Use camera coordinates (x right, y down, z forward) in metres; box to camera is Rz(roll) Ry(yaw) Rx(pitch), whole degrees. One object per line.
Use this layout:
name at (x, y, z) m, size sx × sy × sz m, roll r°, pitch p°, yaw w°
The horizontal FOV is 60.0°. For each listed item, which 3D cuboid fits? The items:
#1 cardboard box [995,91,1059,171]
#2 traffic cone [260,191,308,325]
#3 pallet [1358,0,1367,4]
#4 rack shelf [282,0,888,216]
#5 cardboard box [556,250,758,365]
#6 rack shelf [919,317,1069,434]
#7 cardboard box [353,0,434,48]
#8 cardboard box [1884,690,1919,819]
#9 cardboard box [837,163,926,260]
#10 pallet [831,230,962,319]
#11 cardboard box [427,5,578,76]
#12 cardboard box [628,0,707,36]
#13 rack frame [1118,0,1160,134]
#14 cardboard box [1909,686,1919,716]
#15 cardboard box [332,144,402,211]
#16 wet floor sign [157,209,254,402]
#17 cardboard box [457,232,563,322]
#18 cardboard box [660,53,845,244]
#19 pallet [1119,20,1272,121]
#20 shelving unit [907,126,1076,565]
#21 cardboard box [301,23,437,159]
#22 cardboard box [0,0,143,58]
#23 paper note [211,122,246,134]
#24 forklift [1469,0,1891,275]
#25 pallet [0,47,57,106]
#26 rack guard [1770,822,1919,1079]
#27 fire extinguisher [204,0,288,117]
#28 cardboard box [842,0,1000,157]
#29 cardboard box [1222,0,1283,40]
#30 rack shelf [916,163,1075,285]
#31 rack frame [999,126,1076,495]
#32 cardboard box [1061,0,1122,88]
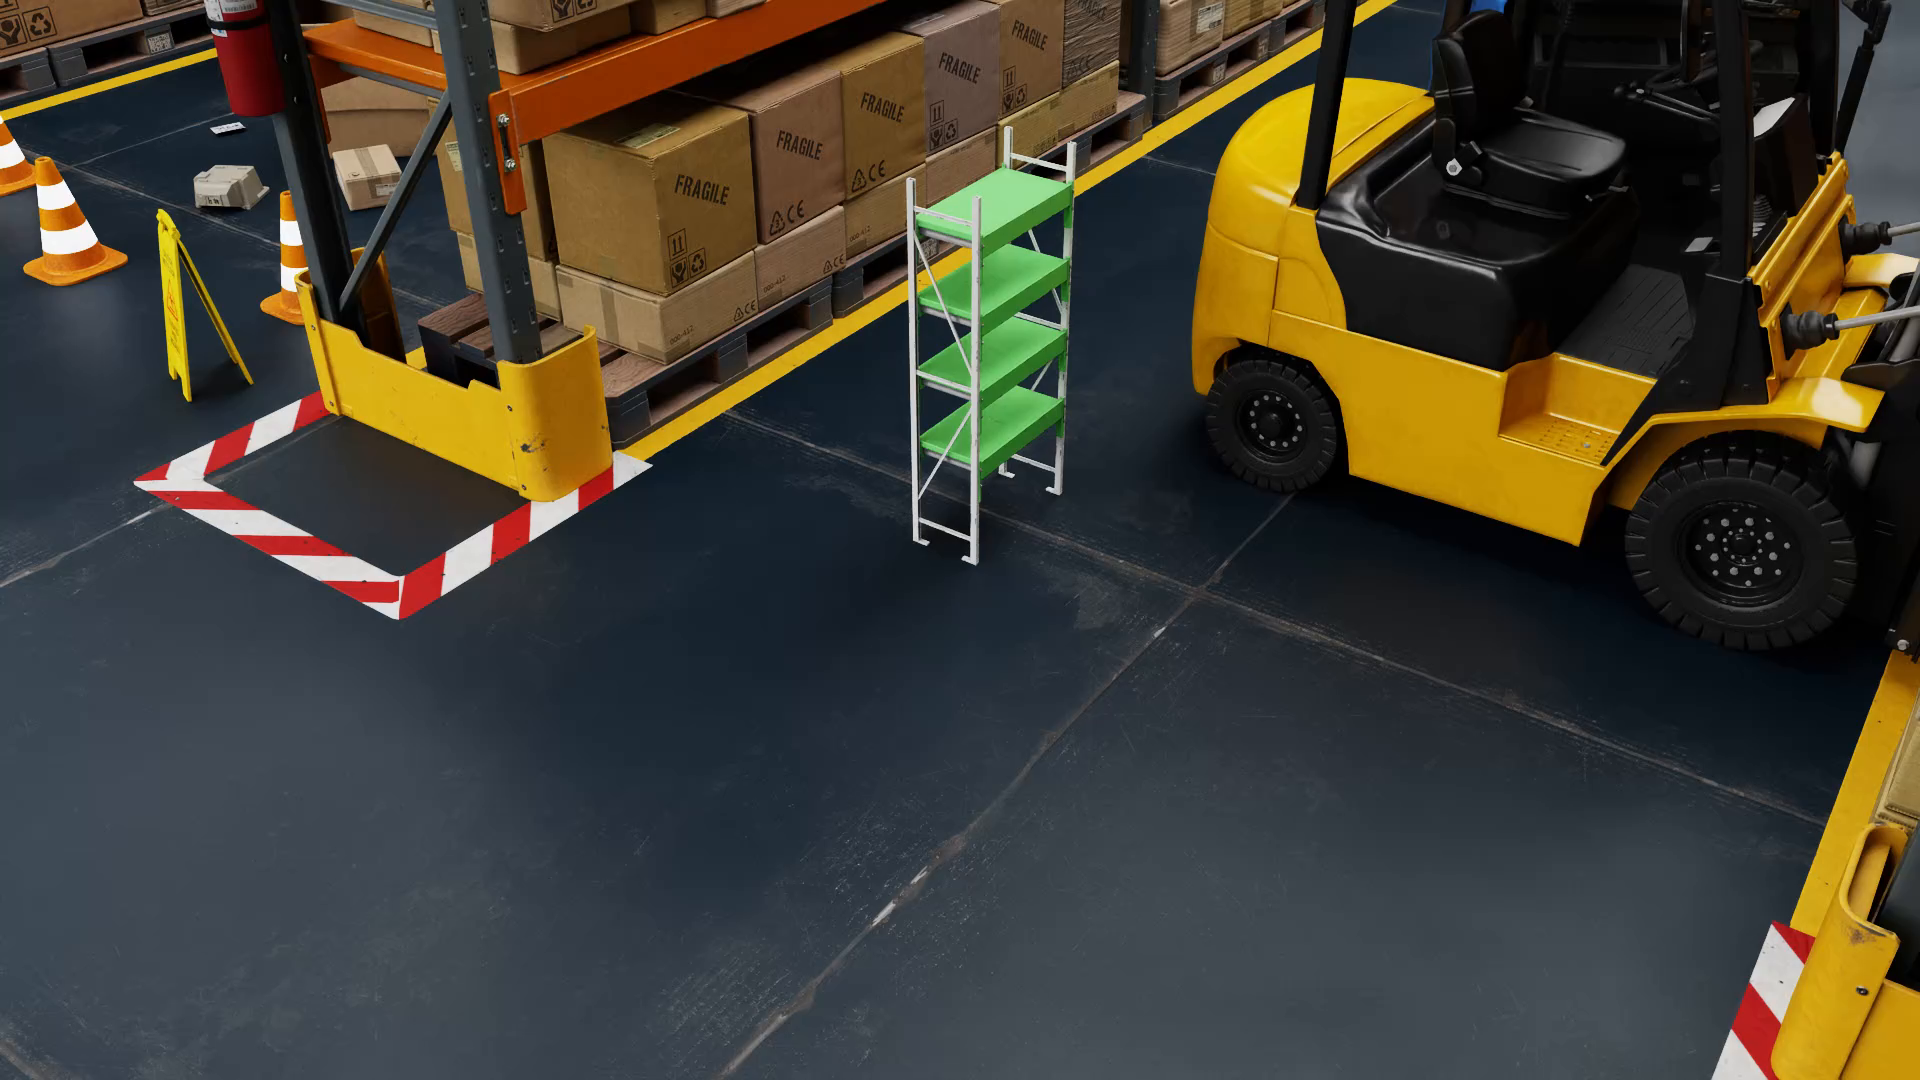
cardboard box at (0.099, -1.851, 7.389) m, size 0.500 × 0.250 × 0.500 m, roll 20°, pitch 39°, yaw 27°
traffic cone at (-2.585, -1.141, 6.524) m, size 0.336 × 0.463 × 0.334 m, roll 21°, pitch 39°, yaw 28°
pallet at (2.345, -3.749, 10.605) m, size 1.003 × 0.211 × 1.213 m, roll 21°, pitch 39°, yaw 28°
rack shelf at (-0.630, -2.204, 6.474) m, size 1.077 × 0.370 × 4.000 m, roll 21°, pitch 39°, yaw 28°
cardboard box at (-1.083, -0.899, 5.982) m, size 0.500 × 0.250 × 0.500 m, roll 21°, pitch 39°, yaw 28°
rack shelf at (0.094, -0.520, 5.062) m, size 0.258 × 0.148 × 0.480 m, roll 21°, pitch 39°, yaw 28°
cardboard box at (-1.733, -1.718, 5.337) m, size 0.380 × 0.149 × 0.250 m, roll 23°, pitch 40°, yaw 30°
cardboard box at (2.330, 0.436, 3.561) m, size 0.500 × 0.250 × 0.500 m, roll 21°, pitch 39°, yaw 28°
cardboard box at (-0.485, -1.387, 6.703) m, size 0.500 × 0.250 × 0.500 m, roll 24°, pitch 41°, yaw 31°
pallet at (-0.538, -1.383, 7.107) m, size 1.003 × 0.211 × 1.213 m, roll 21°, pitch 39°, yaw 28°
cardboard box at (-1.406, -1.568, 5.115) m, size 0.380 × 0.149 × 0.250 m, roll 21°, pitch 40°, yaw 28°
cardboard box at (-1.056, -1.785, 5.436) m, size 0.380 × 0.149 × 0.250 m, roll 20°, pitch 39°, yaw 27°
rack frame at (0.511, -3.422, 7.633) m, size 1.000 × 3.000 × 0.127 m, roll 21°, pitch 39°, yaw 28°
cardboard box at (2.609, 0.424, 4.025) m, size 0.500 × 0.250 × 0.500 m, roll 21°, pitch 39°, yaw 28°
cardboard box at (-2.683, -1.649, 7.555) m, size 0.250 × 0.149 × 0.380 m, roll -15°, pitch 37°, yaw -21°
wet floor sign at (-2.757, -0.861, 5.947) m, size 0.232 × 0.644 × 0.267 m, roll -22°, pitch 40°, yaw -29°
cardboard box at (-1.517, -1.086, 6.257) m, size 0.500 × 0.250 × 0.500 m, roll 21°, pitch 39°, yaw 28°
cardboard box at (-0.775, -1.463, 6.146) m, size 0.500 × 0.500 × 0.500 m, roll 20°, pitch 39°, yaw 27°
pallet at (0.953, -2.626, 8.945) m, size 1.003 × 0.211 × 1.213 m, roll 21°, pitch 39°, yaw 28°
shelving unit at (0.094, -0.573, 5.027) m, size 0.258 × 1.200 × 0.503 m, roll 21°, pitch 39°, yaw 28°
cardboard box at (-2.848, -2.164, 8.001) m, size 0.797 × 0.503 × 0.637 m, roll -3°, pitch 34°, yaw -4°
cardboard box at (-5.062, -3.149, 8.750) m, size 0.875 × 0.875 × 0.875 m, roll 21°, pitch 39°, yaw 27°
paper note at (-3.629, -2.046, 8.249) m, size 0.142 × 0.017 × 0.144 m, roll -22°, pitch 40°, yaw -29°
forklift at (2.547, -2.030, 5.635) m, size 1.130 × 2.935 × 3.031 m, roll 3°, pitch 34°, yaw 5°
pallet at (-5.503, -2.354, 8.543) m, size 1.003 × 0.211 × 1.213 m, roll 21°, pitch 39°, yaw 28°
rack guard at (2.296, 1.049, 3.253) m, size 1.175 × 0.500 × 0.348 m, roll 21°, pitch 39°, yaw 28°
fire extinguisher at (-2.214, -1.644, 5.073) m, size 0.296 × 0.674 × 0.183 m, roll 21°, pitch 39°, yaw 28°
cardboard box at (-0.185, -1.940, 6.852) m, size 0.500 × 0.500 × 0.500 m, roll 24°, pitch 41°, yaw 31°
cardboard box at (1.215, -3.082, 9.101) m, size 0.950 × 0.372 × 0.625 m, roll 24°, pitch 41°, yaw 31°
rack shelf at (0.094, -0.918, 4.793) m, size 0.258 × 0.148 × 0.480 m, roll 21°, pitch 39°, yaw 28°
rack frame at (0.234, -0.686, 5.193) m, size 0.240 × 1.200 × 0.015 m, roll 21°, pitch 39°, yaw 28°
cardboard box at (0.394, -2.410, 7.546) m, size 0.500 × 0.500 × 0.500 m, roll 21°, pitch 39°, yaw 28°
